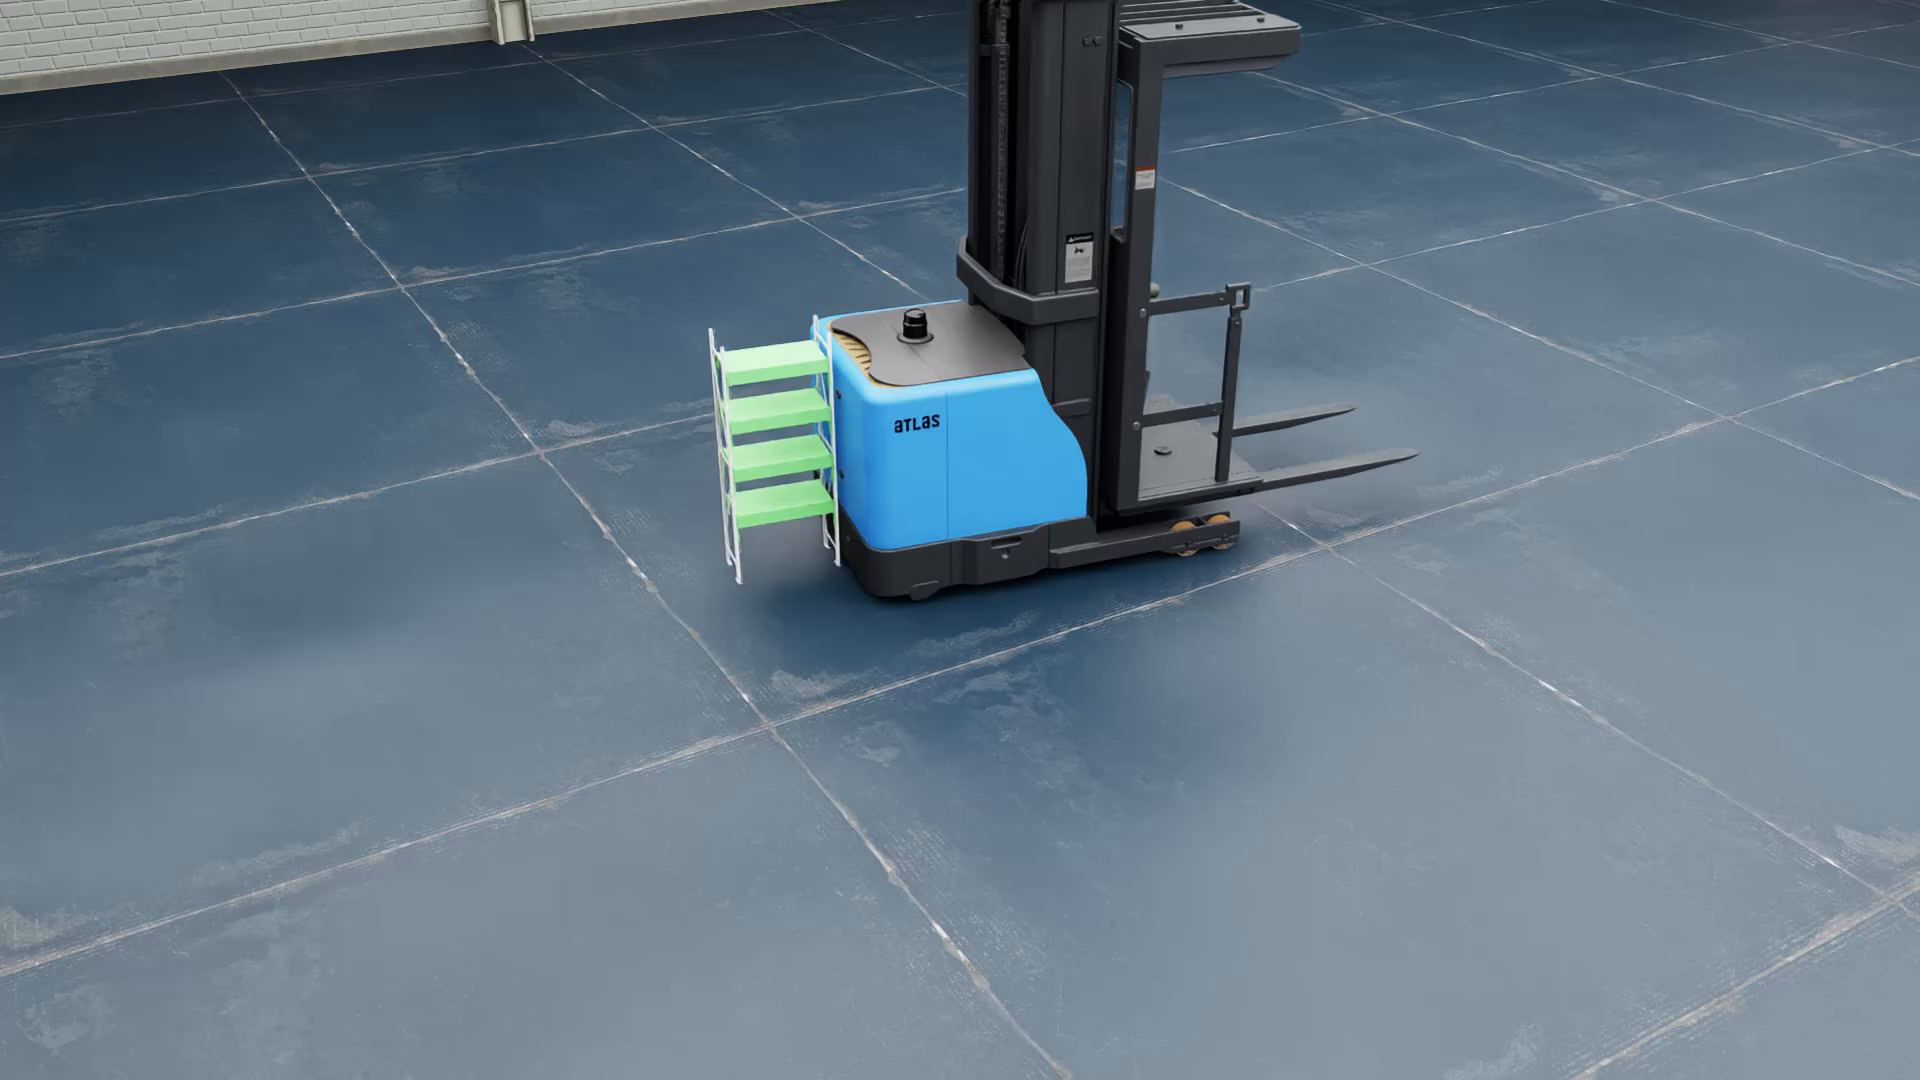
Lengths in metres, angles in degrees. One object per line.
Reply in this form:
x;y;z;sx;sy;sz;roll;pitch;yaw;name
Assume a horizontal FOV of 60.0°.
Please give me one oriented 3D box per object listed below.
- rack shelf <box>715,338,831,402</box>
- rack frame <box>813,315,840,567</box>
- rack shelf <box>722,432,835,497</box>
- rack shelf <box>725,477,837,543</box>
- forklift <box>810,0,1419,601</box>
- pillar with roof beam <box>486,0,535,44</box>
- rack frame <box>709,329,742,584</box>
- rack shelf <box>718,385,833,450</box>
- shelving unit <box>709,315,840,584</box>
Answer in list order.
-0.854;-0.776;7.554;0.480;0.148;0.258;-10;30;-18;rack shelf
-0.625;-0.453;7.828;0.015;1.200;0.240;-10;30;-18;rack frame
-0.854;-0.356;7.785;0.480;0.148;0.258;-10;30;-18;rack shelf
-0.854;-0.146;7.901;0.480;0.148;0.258;-10;30;-18;rack shelf
0.842;-1.433;7.813;3.031;2.935;1.130;-10;30;-18;forklift
-2.694;-7.602;12.712;0.400;9.000;9.100;-16;33;-26;pillar with roof beam
-1.083;-0.371;7.681;0.015;1.200;0.240;-10;30;-18;rack frame
-0.854;-0.566;7.669;0.480;0.148;0.258;-10;30;-18;rack shelf
-0.854;-0.412;7.755;0.503;1.200;0.258;-10;30;-18;shelving unit
